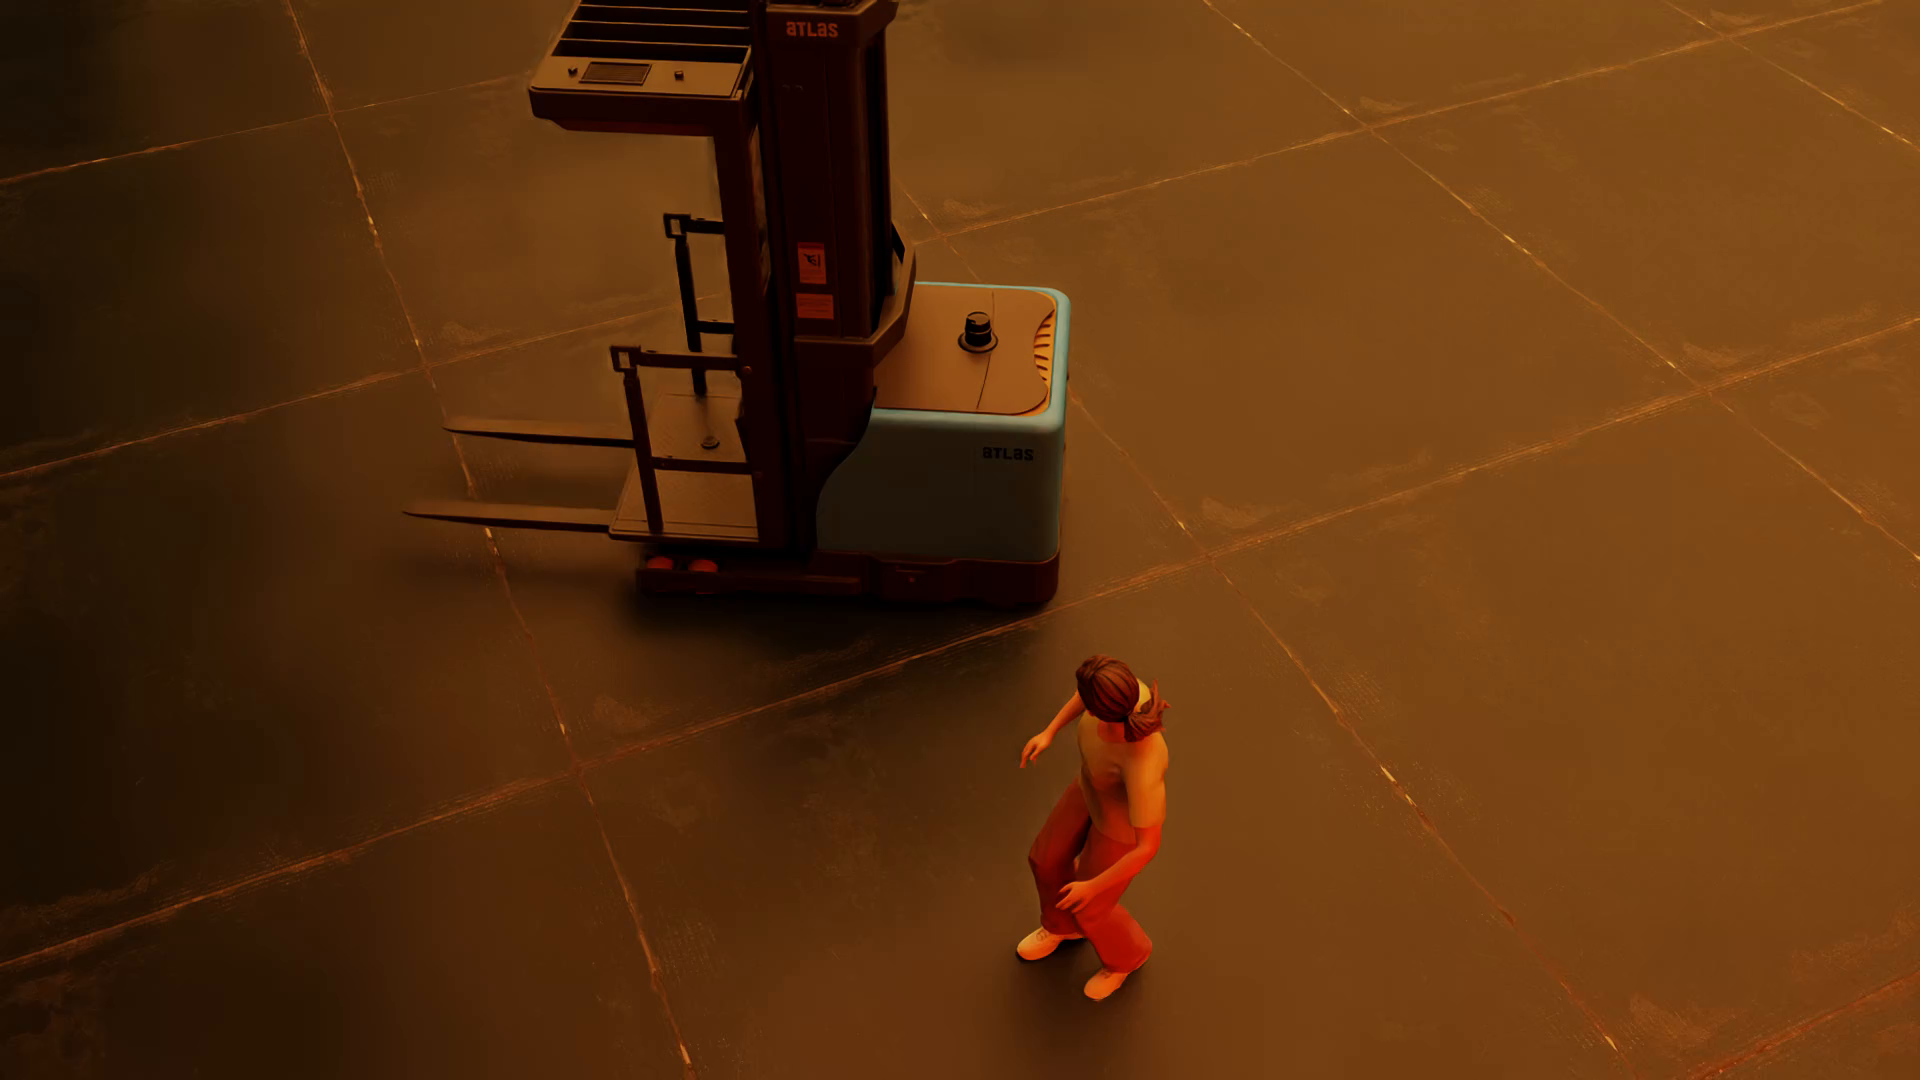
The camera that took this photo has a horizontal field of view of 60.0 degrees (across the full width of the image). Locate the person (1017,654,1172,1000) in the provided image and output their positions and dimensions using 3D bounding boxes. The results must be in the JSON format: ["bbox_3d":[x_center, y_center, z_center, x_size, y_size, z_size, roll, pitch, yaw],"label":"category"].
[{"bbox_3d":[0.459,0.968,5.634,0.488,1.618,0.692,-13,45,-13],"label":"person"}]

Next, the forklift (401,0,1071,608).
[{"bbox_3d":[-1.036,-1.179,6.943,3.031,2.935,1.130,3,43,4],"label":"forklift"}]
